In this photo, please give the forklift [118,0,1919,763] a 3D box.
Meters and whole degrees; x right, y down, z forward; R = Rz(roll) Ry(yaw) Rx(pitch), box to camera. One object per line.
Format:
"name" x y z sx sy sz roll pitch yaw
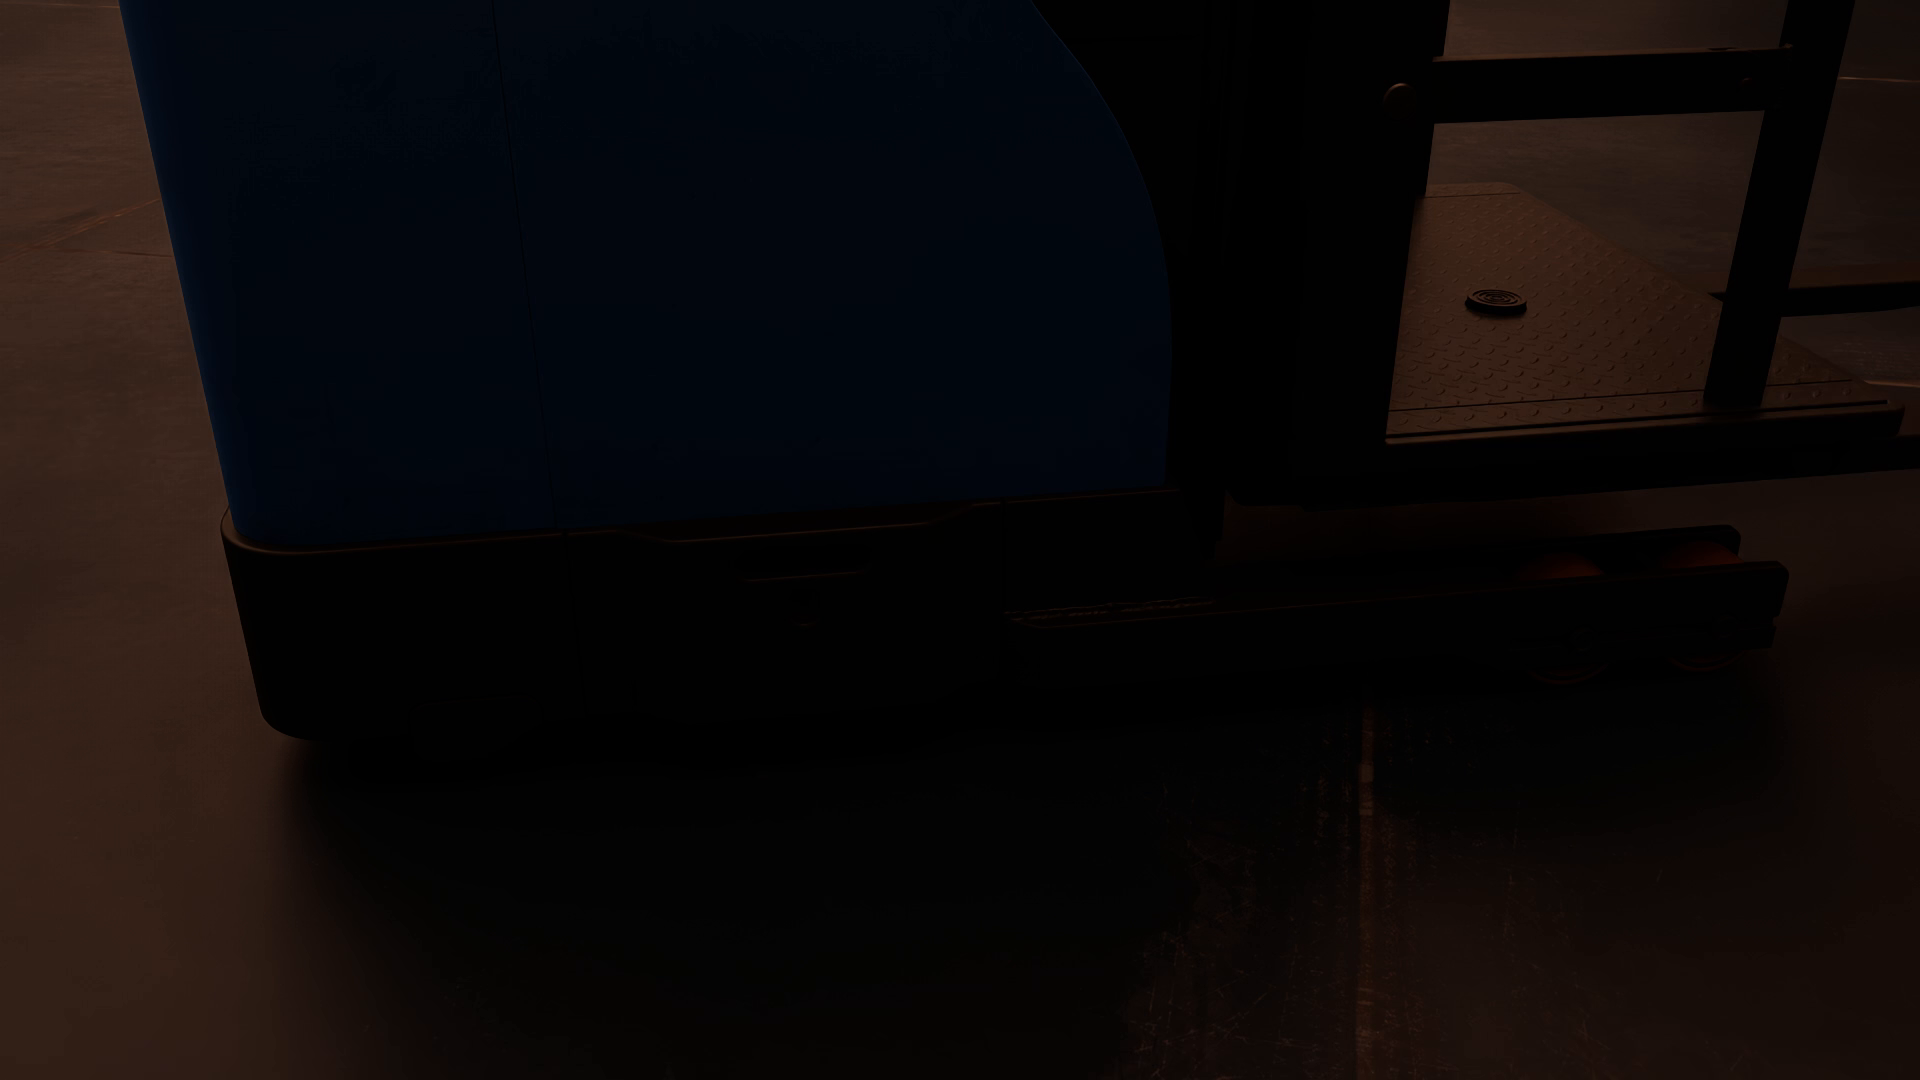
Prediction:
"forklift" 0.600 -1.354 1.930 3.031 2.935 1.130 -4 27 -9
